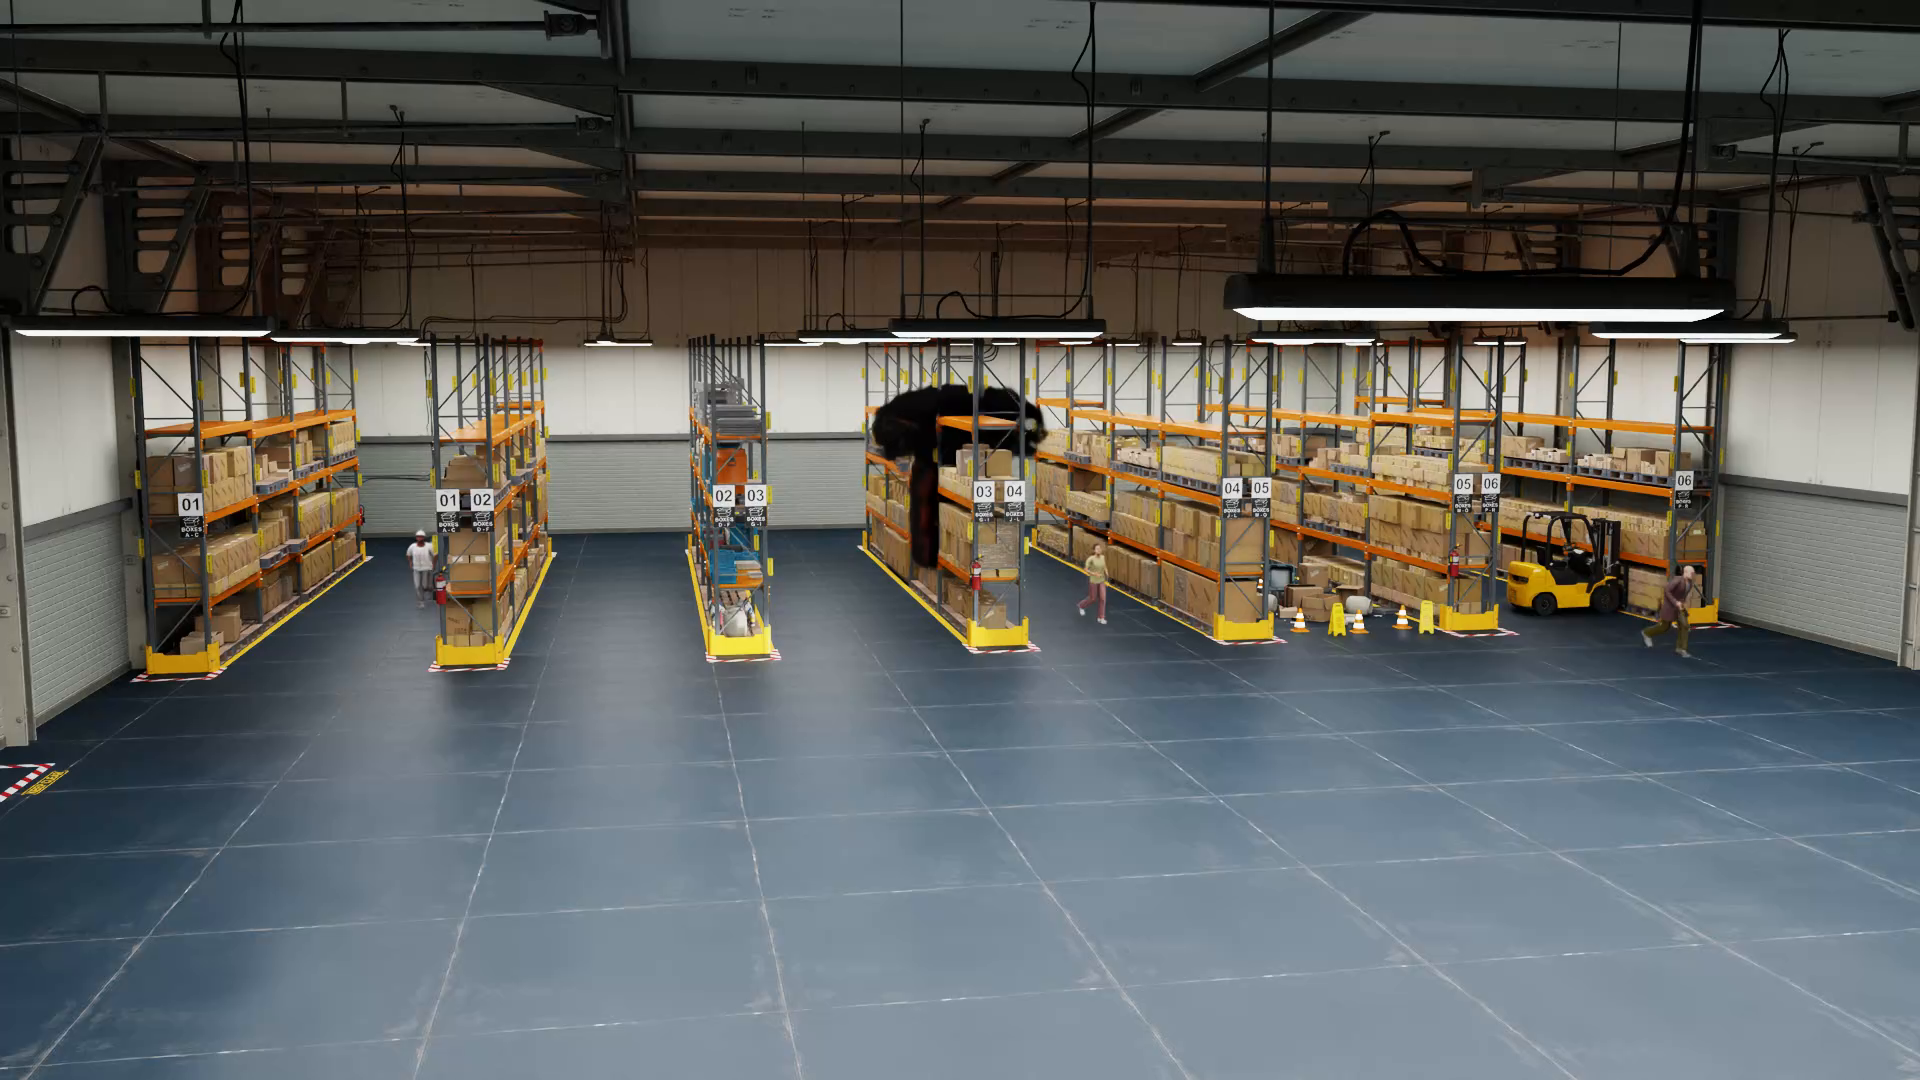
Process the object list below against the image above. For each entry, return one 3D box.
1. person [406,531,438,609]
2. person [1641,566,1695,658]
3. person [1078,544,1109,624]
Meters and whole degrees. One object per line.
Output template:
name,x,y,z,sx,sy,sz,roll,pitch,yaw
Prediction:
person,-11.955,0.646,36.954,0.702,1.726,0.598,-1,7,-5
person,13.366,1.310,31.338,0.743,1.736,1.086,-5,8,-36
person,2.858,0.897,35.034,0.588,1.669,0.911,-3,7,-26
